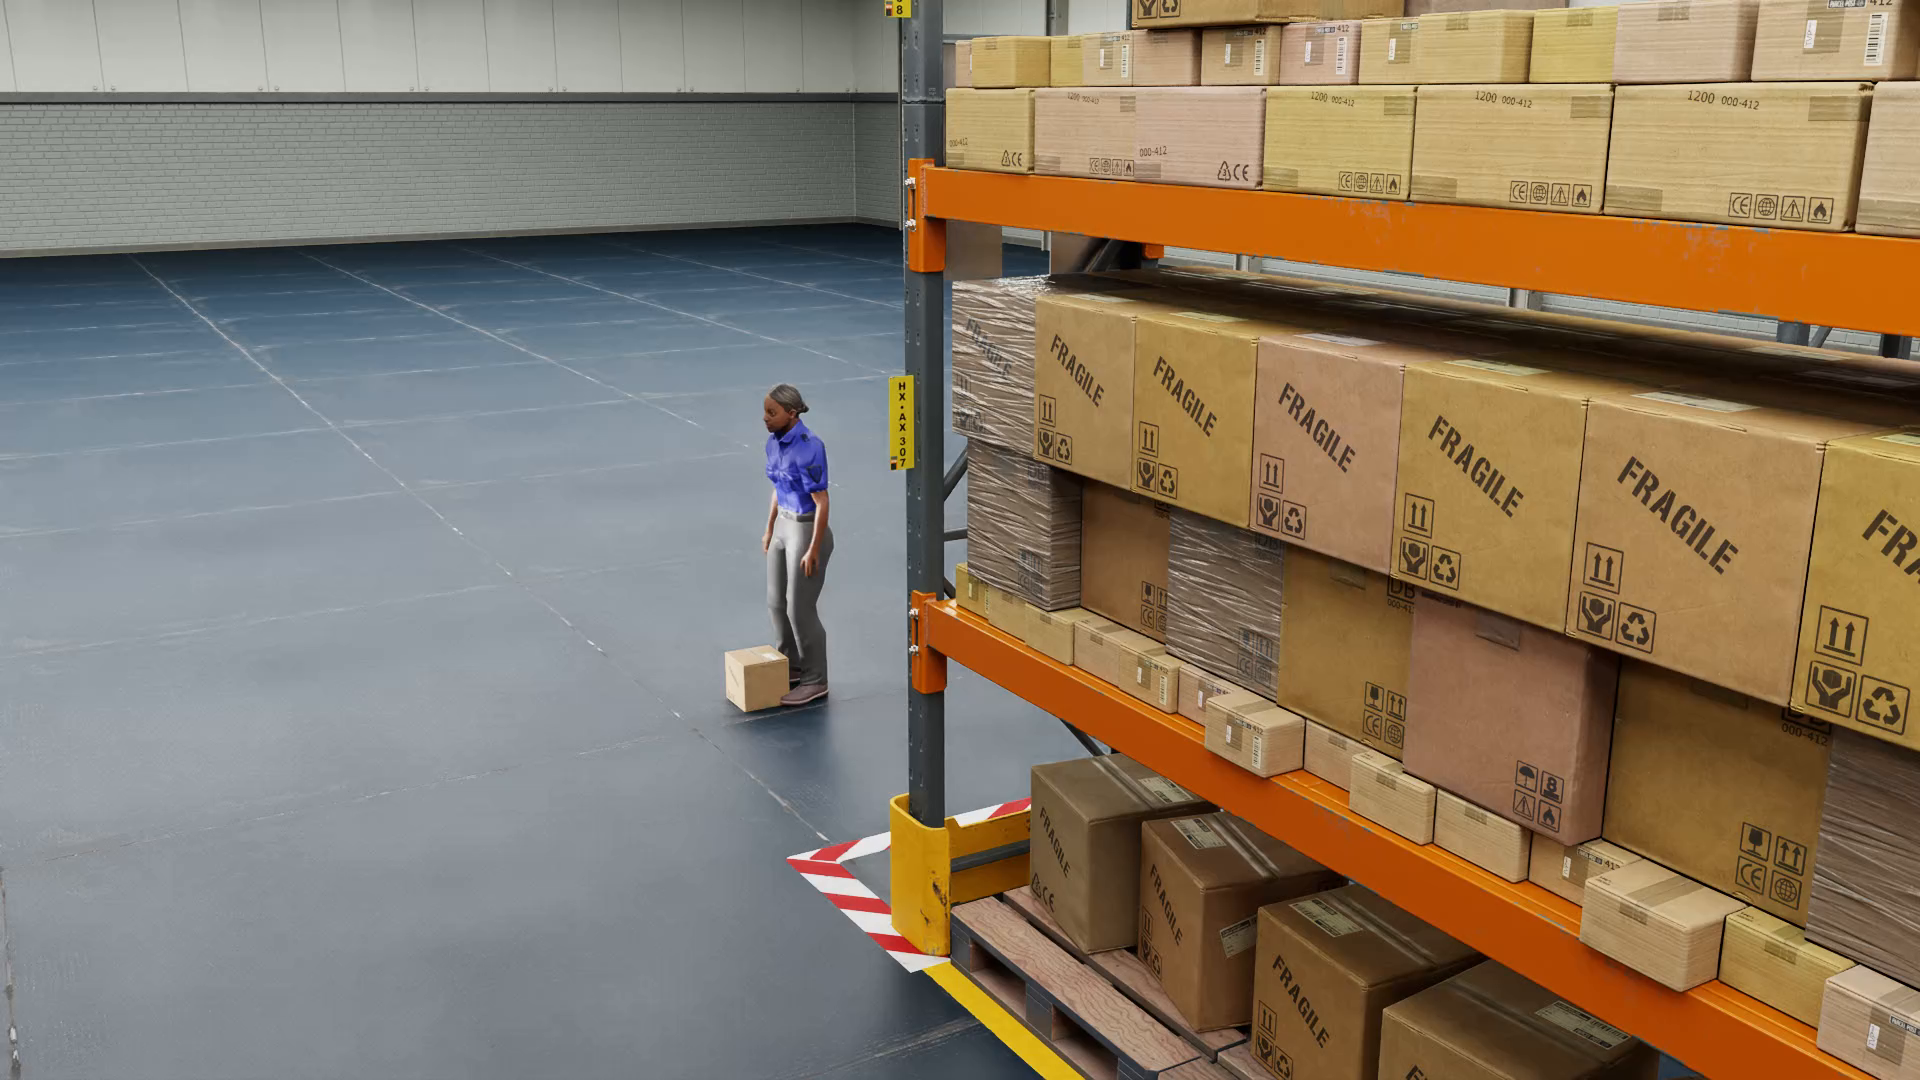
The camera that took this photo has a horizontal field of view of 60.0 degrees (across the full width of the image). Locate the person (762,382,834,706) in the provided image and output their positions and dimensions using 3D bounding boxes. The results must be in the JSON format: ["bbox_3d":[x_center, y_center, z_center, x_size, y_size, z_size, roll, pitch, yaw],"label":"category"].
[{"bbox_3d":[-0.851,0.002,8.517,0.348,1.655,0.532,-10,18,-33],"label":"person"}]
